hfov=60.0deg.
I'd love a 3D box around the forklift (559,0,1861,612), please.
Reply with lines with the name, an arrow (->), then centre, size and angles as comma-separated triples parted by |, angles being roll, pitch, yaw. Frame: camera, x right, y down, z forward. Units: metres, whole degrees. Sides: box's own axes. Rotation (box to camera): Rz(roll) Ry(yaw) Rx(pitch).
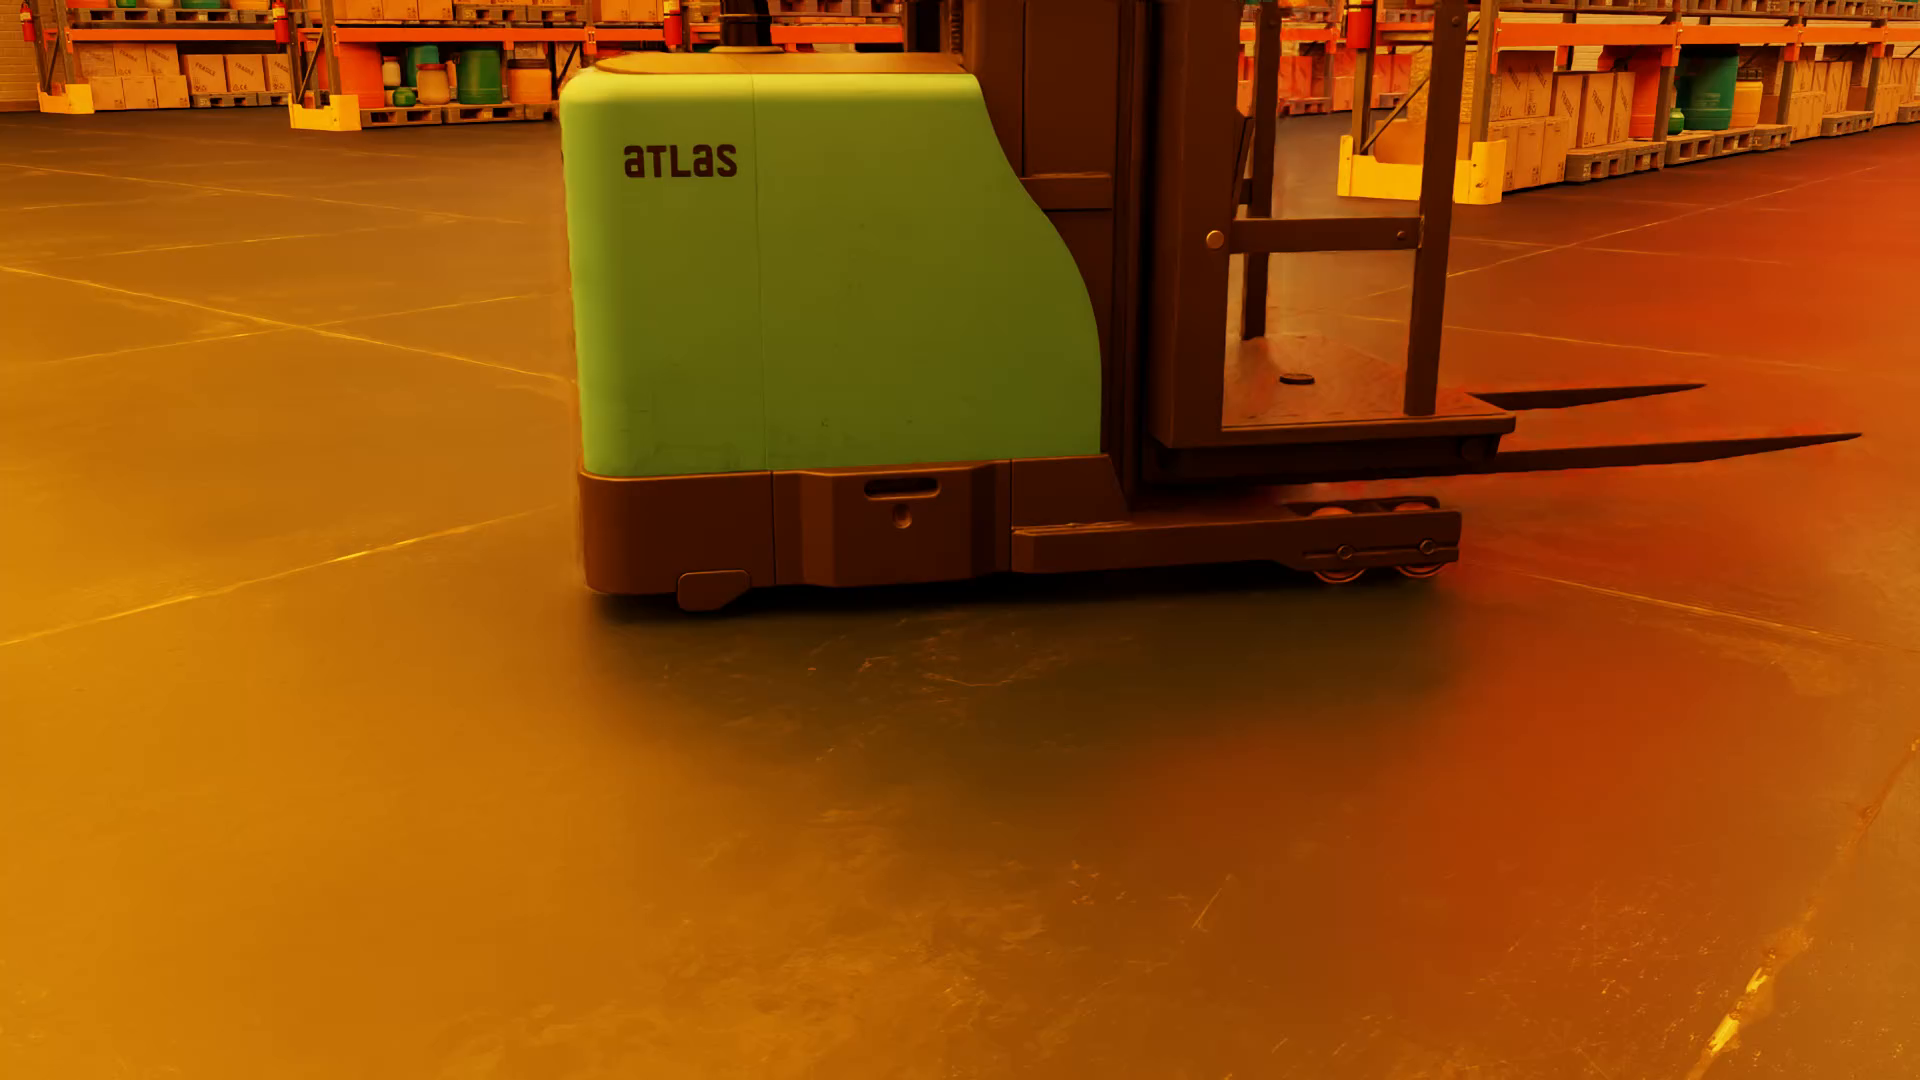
forklift -> 0.634, -1.454, 3.685 | 3.031, 2.935, 1.130 | -3, 17, -11
